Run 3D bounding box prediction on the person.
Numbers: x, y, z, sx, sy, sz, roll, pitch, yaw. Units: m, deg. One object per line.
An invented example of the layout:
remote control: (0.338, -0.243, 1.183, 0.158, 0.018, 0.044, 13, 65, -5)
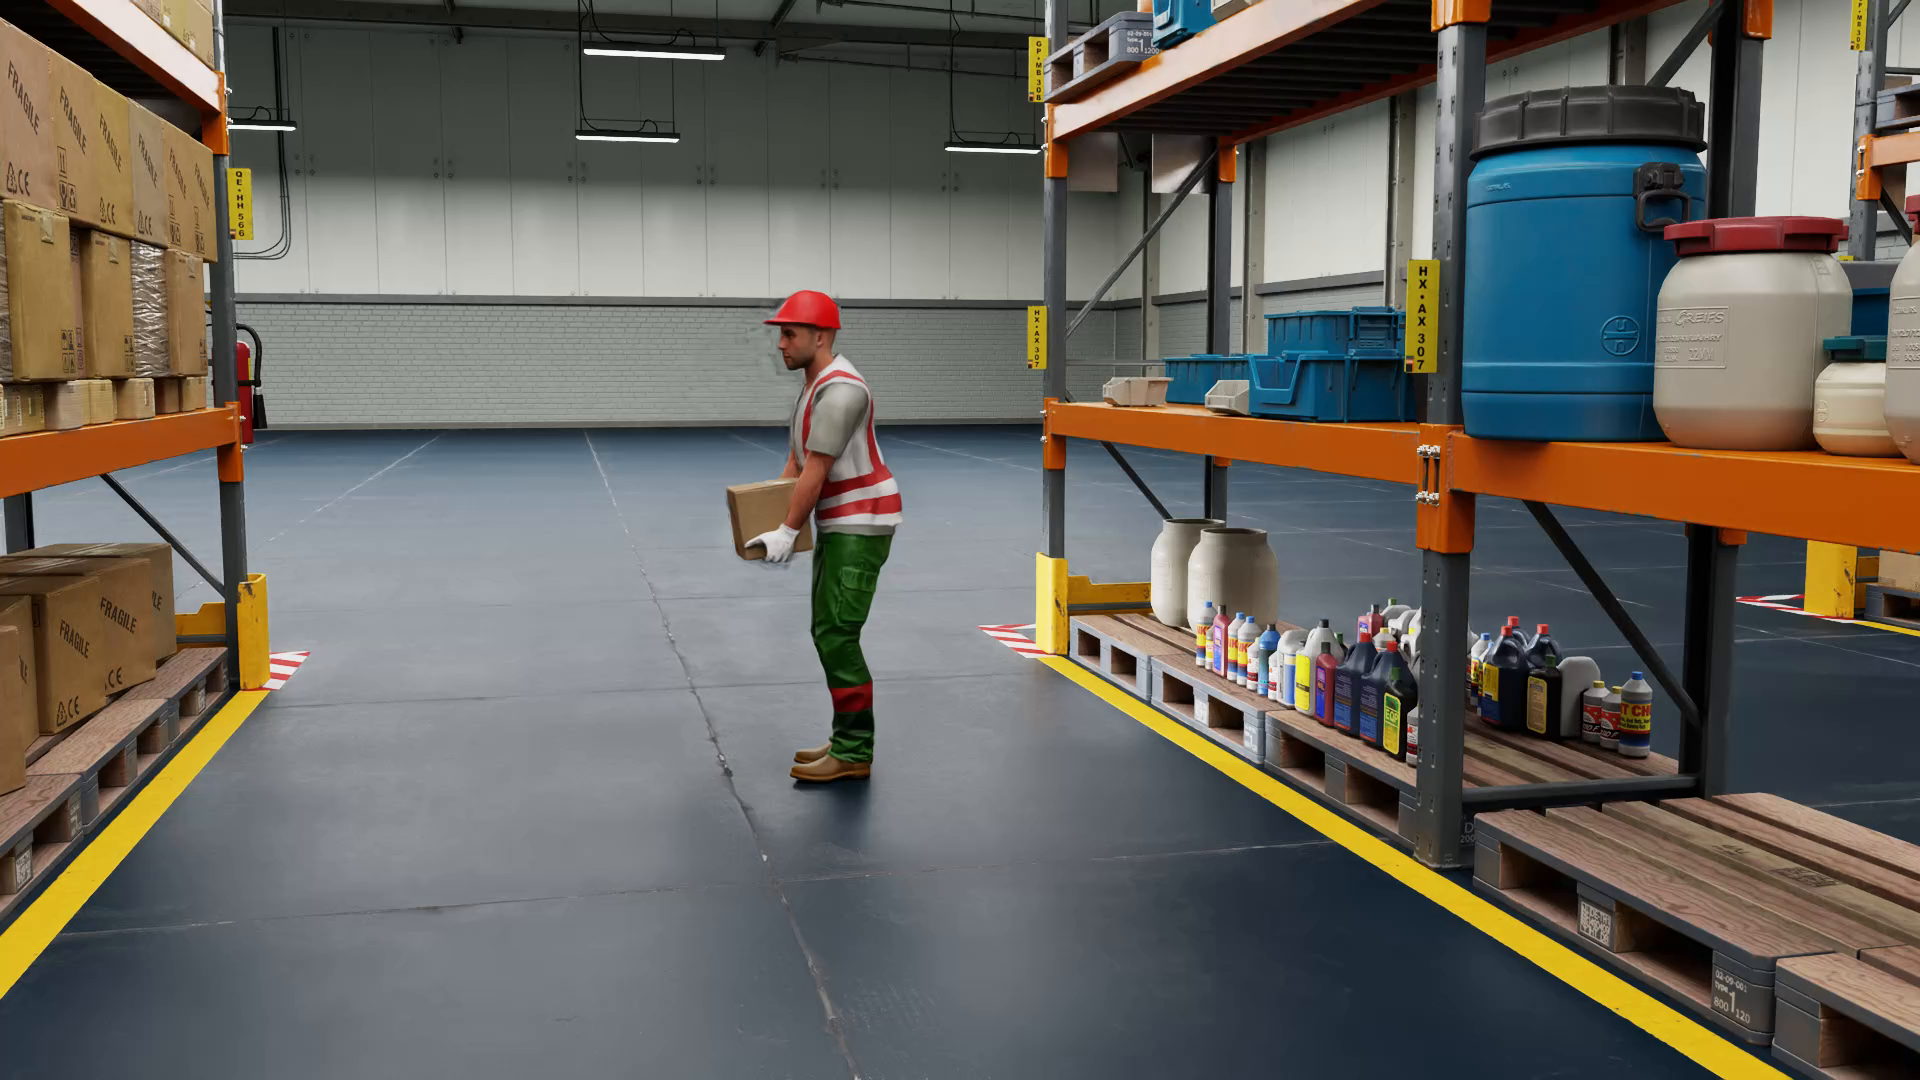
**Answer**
person: (-0.507, -0.015, 6.038, 0.586, 1.763, 0.488, -2, 6, -15)
